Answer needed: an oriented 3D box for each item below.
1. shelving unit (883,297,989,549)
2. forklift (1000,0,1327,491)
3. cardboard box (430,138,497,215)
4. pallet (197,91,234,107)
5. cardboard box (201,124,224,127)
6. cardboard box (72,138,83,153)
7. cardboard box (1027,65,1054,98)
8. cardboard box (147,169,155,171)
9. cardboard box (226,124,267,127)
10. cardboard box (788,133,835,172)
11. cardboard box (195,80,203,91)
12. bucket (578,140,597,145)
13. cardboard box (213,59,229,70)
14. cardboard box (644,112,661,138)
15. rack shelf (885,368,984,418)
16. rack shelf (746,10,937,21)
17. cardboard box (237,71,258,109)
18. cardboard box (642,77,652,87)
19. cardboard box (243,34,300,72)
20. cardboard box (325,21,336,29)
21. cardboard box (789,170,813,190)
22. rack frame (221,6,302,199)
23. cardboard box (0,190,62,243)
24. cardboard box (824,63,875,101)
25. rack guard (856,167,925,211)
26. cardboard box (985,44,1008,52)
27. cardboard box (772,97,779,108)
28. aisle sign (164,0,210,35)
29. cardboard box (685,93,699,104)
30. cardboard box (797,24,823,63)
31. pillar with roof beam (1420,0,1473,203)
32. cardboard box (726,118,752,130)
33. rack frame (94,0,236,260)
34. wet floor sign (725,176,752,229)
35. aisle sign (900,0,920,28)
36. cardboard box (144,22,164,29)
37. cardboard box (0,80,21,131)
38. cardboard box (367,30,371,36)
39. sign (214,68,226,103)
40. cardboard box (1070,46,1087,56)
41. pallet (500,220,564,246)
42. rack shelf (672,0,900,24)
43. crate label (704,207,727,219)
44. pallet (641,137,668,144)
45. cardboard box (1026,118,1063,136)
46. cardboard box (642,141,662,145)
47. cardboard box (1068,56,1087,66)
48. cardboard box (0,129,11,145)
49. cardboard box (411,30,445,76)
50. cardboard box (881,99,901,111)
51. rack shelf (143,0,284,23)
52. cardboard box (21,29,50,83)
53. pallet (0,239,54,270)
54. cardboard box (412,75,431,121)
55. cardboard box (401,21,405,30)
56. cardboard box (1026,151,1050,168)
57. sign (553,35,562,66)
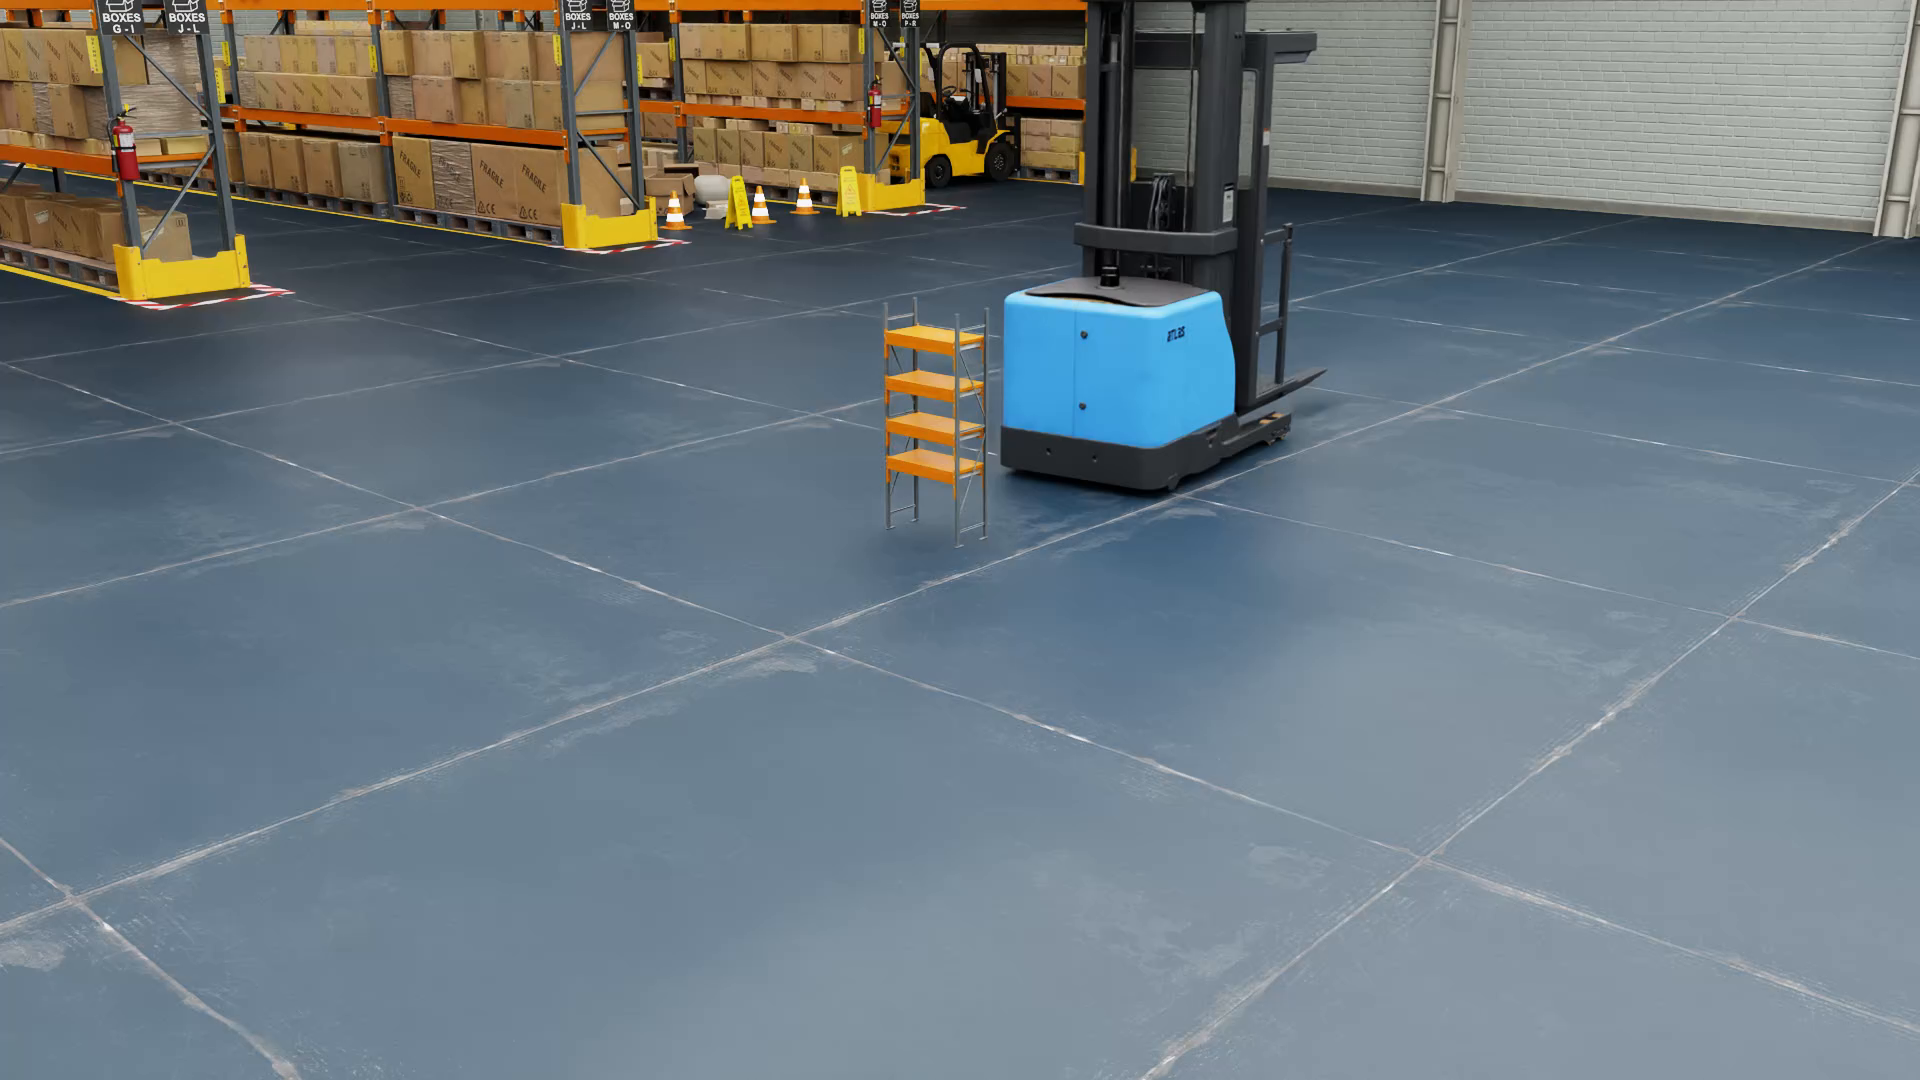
[{"bbox_3d":[-0.124,-0.605,8.535,0.503,1.200,0.258,15,23,39],"label":"shelving unit"},{"bbox_3d":[1.467,-2.064,10.269,1.130,2.935,3.031,11,21,32],"label":"forklift"},{"bbox_3d":[-6.033,-4.616,21.017,0.875,0.875,0.875,15,23,40],"label":"cardboard box"},{"bbox_3d":[-10.729,-6.582,24.709,1.003,0.211,1.213,15,23,39],"label":"pallet"},{"bbox_3d":[-11.565,-6.203,25.397,0.500,0.250,0.500,16,23,41],"label":"cardboard box"},{"bbox_3d":[-8.444,-3.879,16.292,0.250,0.149,0.380,15,23,39],"label":"cardboard box"},{"bbox_3d":[1.436,-7.405,26.822,0.500,0.500,0.500,16,24,41],"label":"cardboard box"},{"bbox_3d":[-12.740,-6.158,26.494,0.500,0.500,0.500,16,24,41],"label":"cardboard box"},{"bbox_3d":[-10.859,-6.215,25.436,0.500,0.250,0.500,15,23,39],"label":"cardboard box"},{"bbox_3d":[-2.096,-5.541,23.724,0.500,0.500,0.500,16,24,41],"label":"cardboard box"},{"bbox_3d":[-10.984,-6.680,24.422,0.250,0.149,0.380,15,23,39],"label":"cardboard box"},{"bbox_3d":[-5.501,-5.410,23.597,0.726,0.611,0.620,-9,10,-27],"label":"bucket"},{"bbox_3d":[-10.796,-6.913,24.173,0.250,0.149,0.380,14,22,37],"label":"cardboard box"},{"bbox_3d":[-5.998,-8.377,33.488,0.500,0.500,0.500,15,23,39],"label":"cardboard box"},{"bbox_3d":[-0.124,-0.754,8.488,0.480,0.148,0.258,15,23,39],"label":"rack shelf"},{"bbox_3d":[-2.127,-9.504,29.829,4.000,0.370,1.077,15,23,39],"label":"rack shelf"},{"bbox_3d":[-9.969,-6.451,23.814,0.500,0.500,0.500,15,23,40],"label":"cardboard box"},{"bbox_3d":[-4.677,-7.070,25.650,0.250,0.149,0.380,14,22,38],"label":"cardboard box"},{"bbox_3d":[-9.796,-6.986,23.848,0.500,0.500,0.700,15,23,39],"label":"cardboard box"},{"bbox_3d":[-11.685,-9.679,31.262,0.250,0.149,0.380,14,23,38],"label":"cardboard box"},{"bbox_3d":[-2.097,-5.185,23.842,0.500,0.250,0.500,15,23,39],"label":"cardboard box"},{"bbox_3d":[-10.125,-6.554,24.305,0.127,3.000,1.000,15,23,39],"label":"rack frame"},{"bbox_3d":[-10.229,-3.569,18.336,0.500,0.500,0.500,14,22,38],"label":"cardboard box"},{"bbox_3d":[-1.520,-6.324,22.923,0.500,0.500,0.500,15,23,38],"label":"cardboard box"},{"bbox_3d":[-0.988,-4.912,23.263,0.348,0.500,1.175,15,23,39],"label":"rack guard"},{"bbox_3d":[0.625,-8.096,27.433,0.250,0.149,0.380,15,23,39],"label":"cardboard box"},{"bbox_3d":[-2.484,-6.306,23.940,0.250,0.149,0.380,15,23,39],"label":"cardboard box"},{"bbox_3d":[-7.264,-5.141,15.553,0.004,0.787,0.394,15,23,39],"label":"aisle sign"},{"bbox_3d":[-3.901,-6.636,24.977,0.250,0.149,0.380,15,23,39],"label":"cardboard box"},{"bbox_3d":[-1.832,-6.911,23.118,0.500,0.500,0.700,15,23,40],"label":"cardboard box"},{"bbox_3d":[4.068,-8.236,19.688,0.400,9.000,9.100,15,23,39],"label":"pillar with roof beam"},{"bbox_3d":[-3.222,-6.127,24.497,0.250,0.149,0.380,16,24,41],"label":"cardboard box"},{"bbox_3d":[-7.509,-3.846,15.772,0.127,3.000,1.000,15,23,39],"label":"rack frame"},{"bbox_3d":[-2.806,-4.268,20.993,0.232,0.644,0.267,11,20,30],"label":"wet floor sign"},{"bbox_3d":[-0.679,-7.385,22.625,0.004,0.787,0.394,15,23,39],"label":"aisle sign"},{"bbox_3d":[-13.293,-8.169,27.084,0.500,0.500,0.500,16,23,41],"label":"cardboard box"},{"bbox_3d":[-9.414,-4.548,17.328,0.500,0.500,0.875,15,23,39],"label":"cardboard box"},{"bbox_3d":[-10.443,-9.054,30.364,0.500,0.500,0.500,15,23,39],"label":"cardboard box"},{"bbox_3d":[-7.149,-4.381,16.028,0.005,0.325,0.100,15,23,39],"label":"sign"},{"bbox_3d":[1.953,-7.735,26.296,0.250,0.149,0.380,15,23,39],"label":"cardboard box"},{"bbox_3d":[-4.792,-3.762,20.116,1.213,0.211,1.003,15,23,39],"label":"pallet"},{"bbox_3d":[-2.427,-7.577,23.757,4.000,0.370,1.077,15,23,39],"label":"rack shelf"},{"bbox_3d":[-3.221,-4.343,22.069,0.298,0.136,0.250,4,18,11],"label":"crate label"},{"bbox_3d":[-5.981,-8.137,33.904,1.213,0.211,1.003,15,23,39],"label":"pallet"},{"bbox_3d":[1.423,-6.701,26.967,0.500,0.250,0.500,16,23,40],"label":"cardboard box"},{"bbox_3d":[-5.378,-6.227,26.922,0.625,0.372,0.950,16,24,41],"label":"cardboard box"},{"bbox_3d":[1.915,-7.575,26.284,0.250,0.149,0.380,15,23,40],"label":"cardboard box"},{"bbox_3d":[-9.803,-4.214,17.345,0.250,0.149,0.380,15,23,39],"label":"cardboard box"},{"bbox_3d":[-6.392,-6.171,21.065,0.550,0.550,0.875,15,23,39],"label":"cardboard box"},{"bbox_3d":[-1.048,-6.083,23.237,0.250,0.149,0.380,15,23,39],"label":"cardboard box"},{"bbox_3d":[-11.621,-8.043,25.226,4.000,0.370,1.077,15,23,39],"label":"rack shelf"},{"bbox_3d":[-8.835,-4.767,16.363,0.500,0.500,0.500,15,23,39],"label":"cardboard box"},{"bbox_3d":[-9.975,-3.193,18.325,1.213,0.211,1.003,15,23,39],"label":"pallet"},{"bbox_3d":[-6.423,-5.646,21.195,0.550,0.550,0.875,15,23,39],"label":"cardboard box"},{"bbox_3d":[-10.173,-9.501,30.700,0.250,0.149,0.380,15,23,40],"label":"cardboard box"},{"bbox_3d":[1.434,-6.226,27.123,0.500,0.250,0.500,15,23,39],"label":"cardboard box"},{"bbox_3d":[-4.512,-5.493,18.655,0.005,0.325,0.100,15,23,39],"label":"sign"}]
